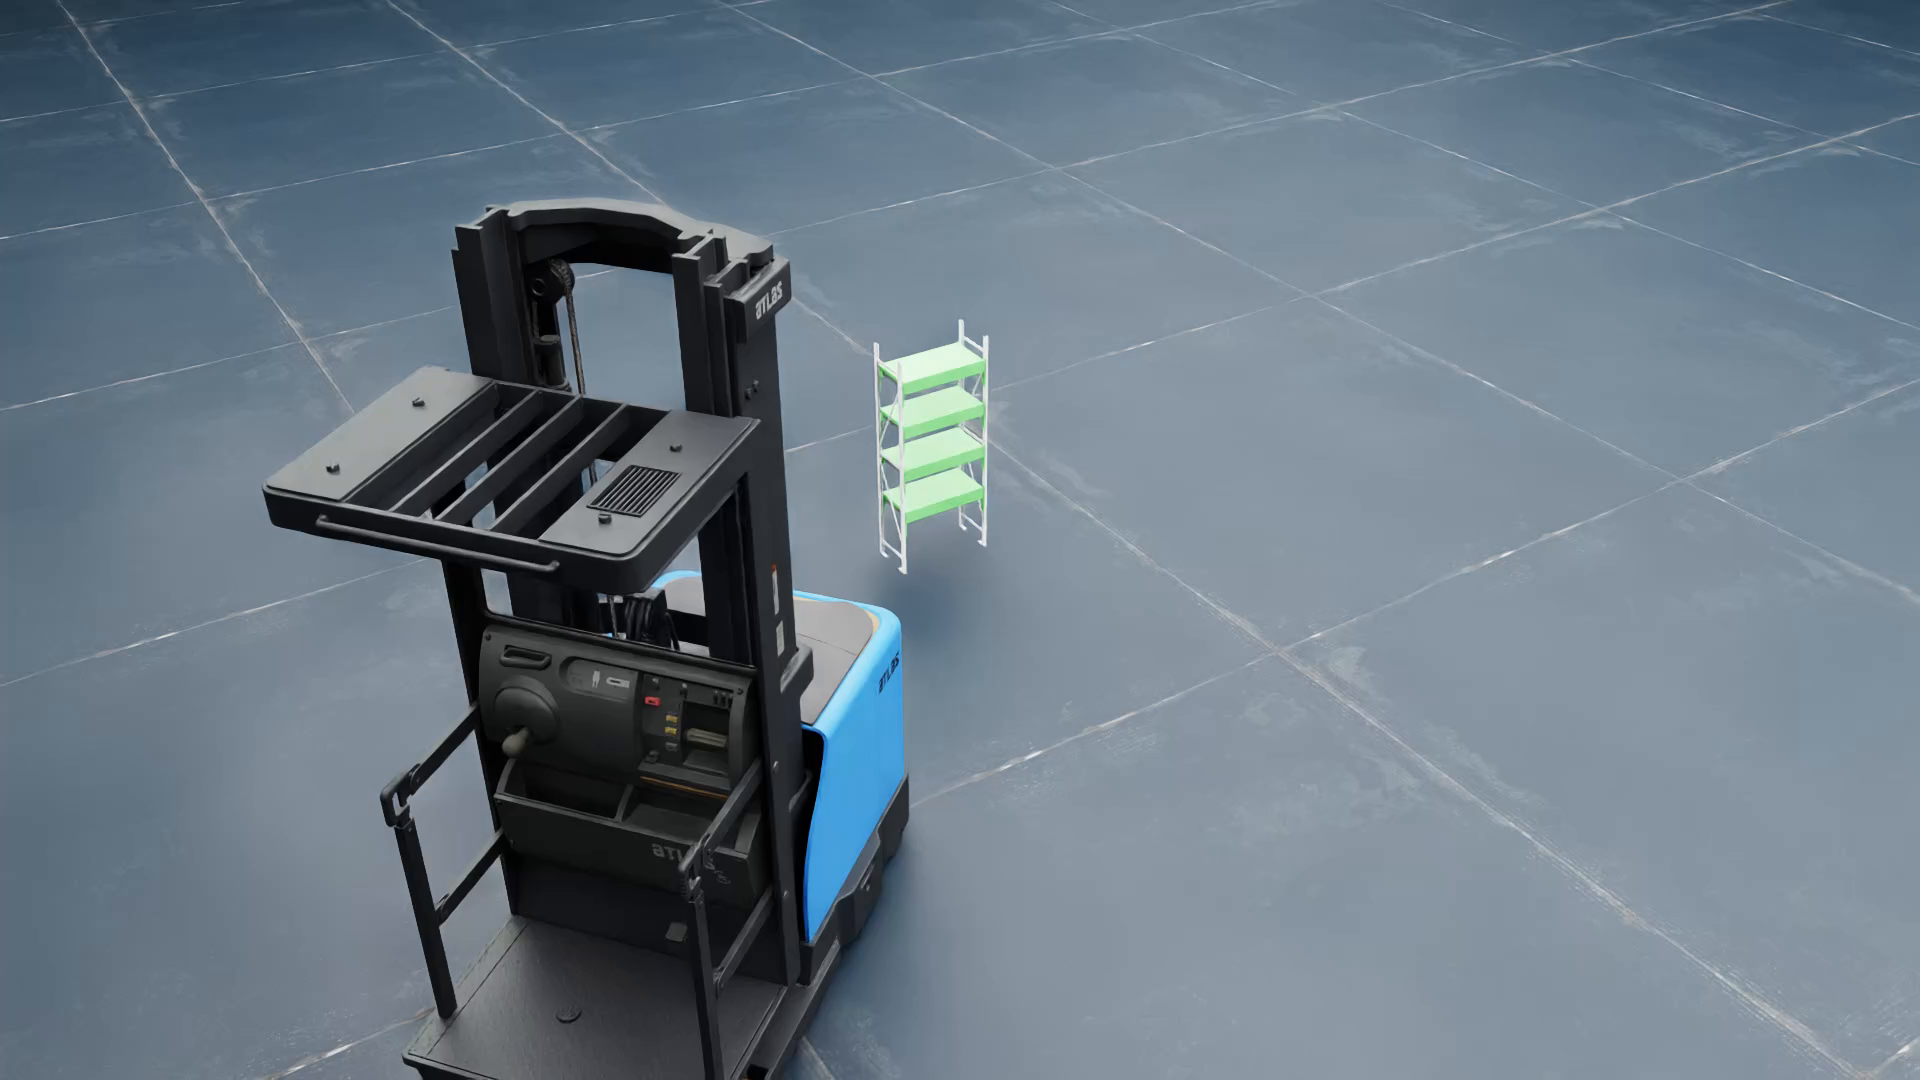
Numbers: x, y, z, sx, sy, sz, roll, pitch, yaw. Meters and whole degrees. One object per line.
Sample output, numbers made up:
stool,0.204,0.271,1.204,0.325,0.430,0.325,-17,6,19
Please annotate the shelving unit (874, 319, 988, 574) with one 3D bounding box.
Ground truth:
shelving unit,-0.139,-0.460,8.354,0.503,1.200,0.258,-19,37,-27

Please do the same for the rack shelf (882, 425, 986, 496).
rack shelf,-0.139,-0.406,8.388,0.480,0.148,0.258,-19,37,-27

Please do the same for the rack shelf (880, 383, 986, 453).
rack shelf,-0.139,-0.609,8.260,0.480,0.148,0.258,-19,37,-27

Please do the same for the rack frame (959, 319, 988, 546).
rack frame,0.066,-0.530,8.466,0.015,1.200,0.240,-19,37,-27

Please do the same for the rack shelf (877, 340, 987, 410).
rack shelf,-0.139,-0.812,8.132,0.480,0.148,0.258,-19,37,-27

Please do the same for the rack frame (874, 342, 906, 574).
rack frame,-0.344,-0.389,8.242,0.015,1.200,0.240,-19,37,-27

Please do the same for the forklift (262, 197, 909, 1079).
forklift,-1.162,0.595,5.059,1.130,2.935,3.031,10,34,16

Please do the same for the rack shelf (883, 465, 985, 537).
rack shelf,-0.139,-0.203,8.516,0.480,0.148,0.258,-19,37,-27
